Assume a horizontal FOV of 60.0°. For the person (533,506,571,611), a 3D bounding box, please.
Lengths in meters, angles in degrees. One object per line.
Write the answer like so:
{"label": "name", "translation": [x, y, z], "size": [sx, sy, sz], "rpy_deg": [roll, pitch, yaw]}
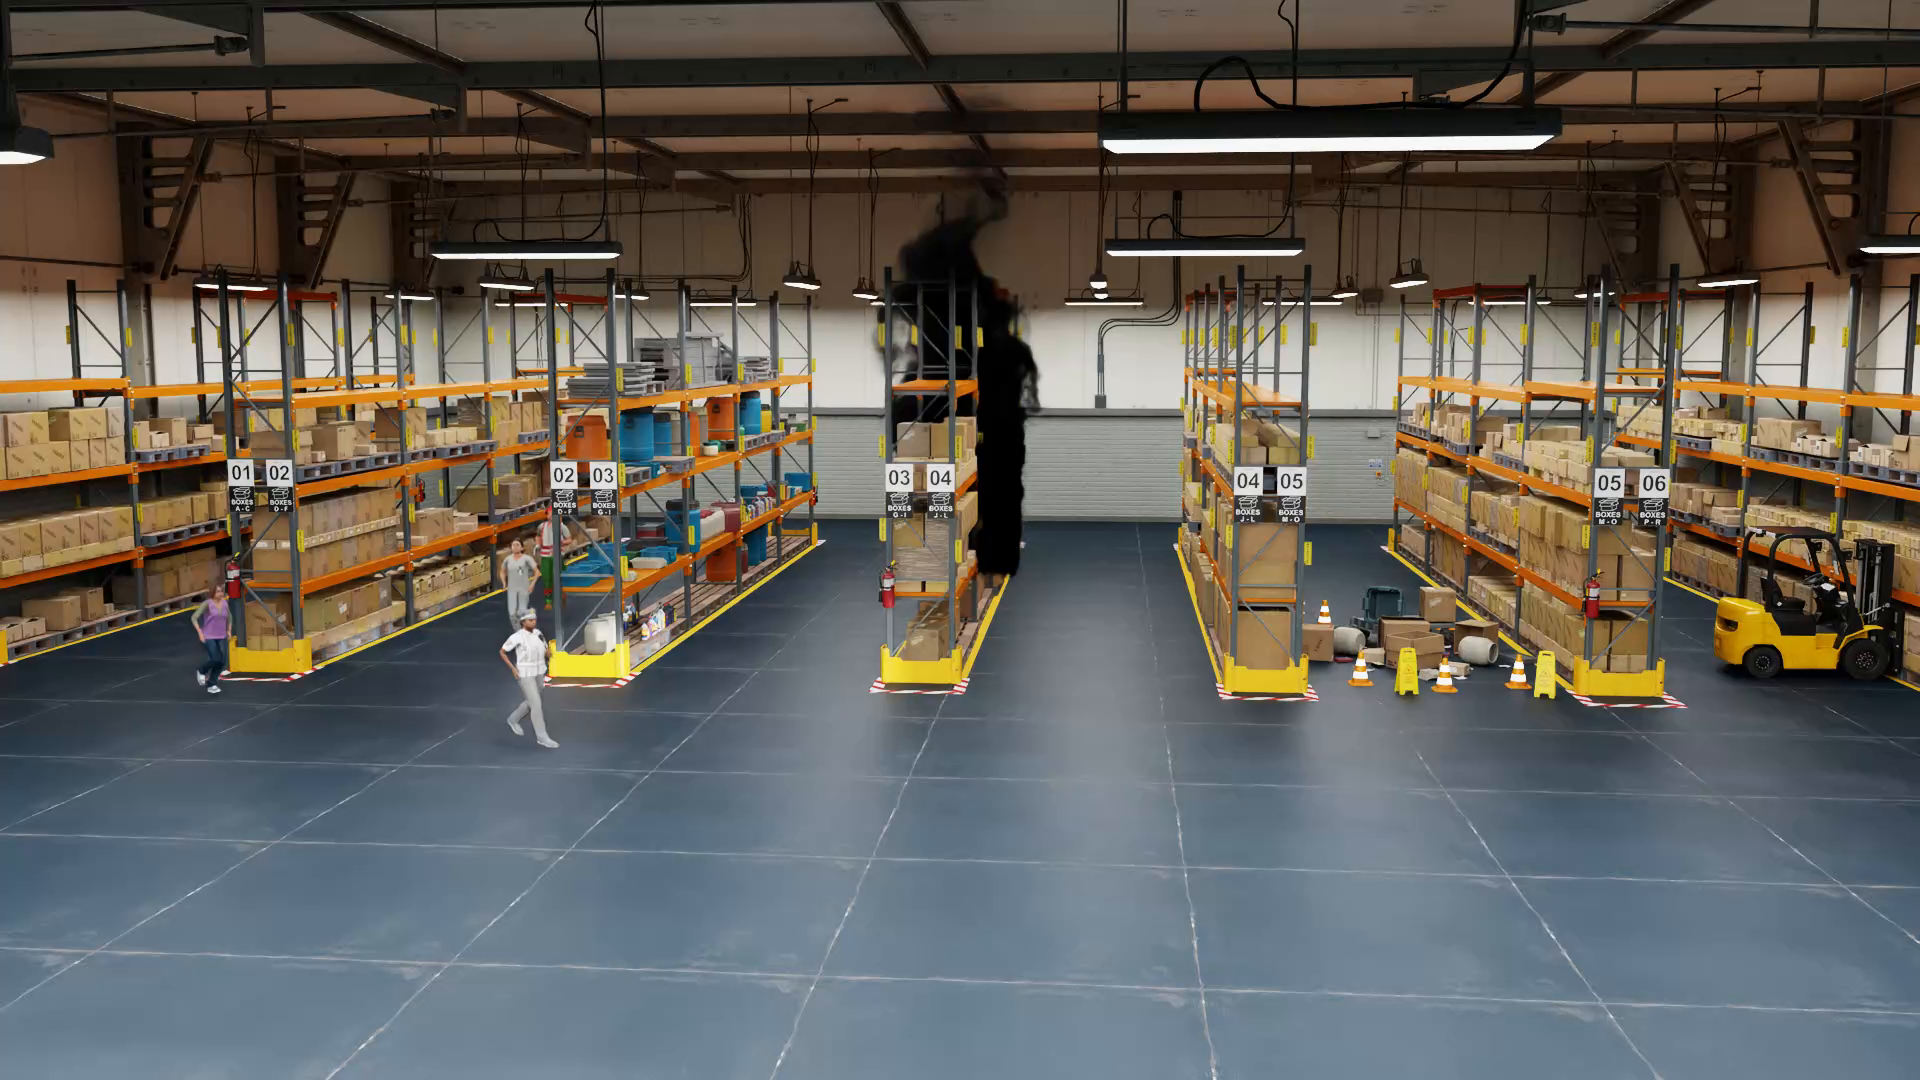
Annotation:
{"label": "person", "translation": [-7.092, 0.315, 28.933], "size": [0.667, 1.798, 0.897], "rpy_deg": [0, 7, -1]}

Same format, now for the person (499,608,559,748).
{"label": "person", "translation": [-5.289, 1.665, 20.443], "size": [0.941, 1.684, 0.574], "rpy_deg": [4, 8, 30]}

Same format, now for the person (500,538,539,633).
{"label": "person", "translation": [-6.822, 0.775, 25.756], "size": [0.609, 1.633, 0.536], "rpy_deg": [0, 7, 1]}

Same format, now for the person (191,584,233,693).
{"label": "person", "translation": [-10.571, 1.390, 23.558], "size": [0.511, 1.532, 0.550], "rpy_deg": [4, 8, 28]}
